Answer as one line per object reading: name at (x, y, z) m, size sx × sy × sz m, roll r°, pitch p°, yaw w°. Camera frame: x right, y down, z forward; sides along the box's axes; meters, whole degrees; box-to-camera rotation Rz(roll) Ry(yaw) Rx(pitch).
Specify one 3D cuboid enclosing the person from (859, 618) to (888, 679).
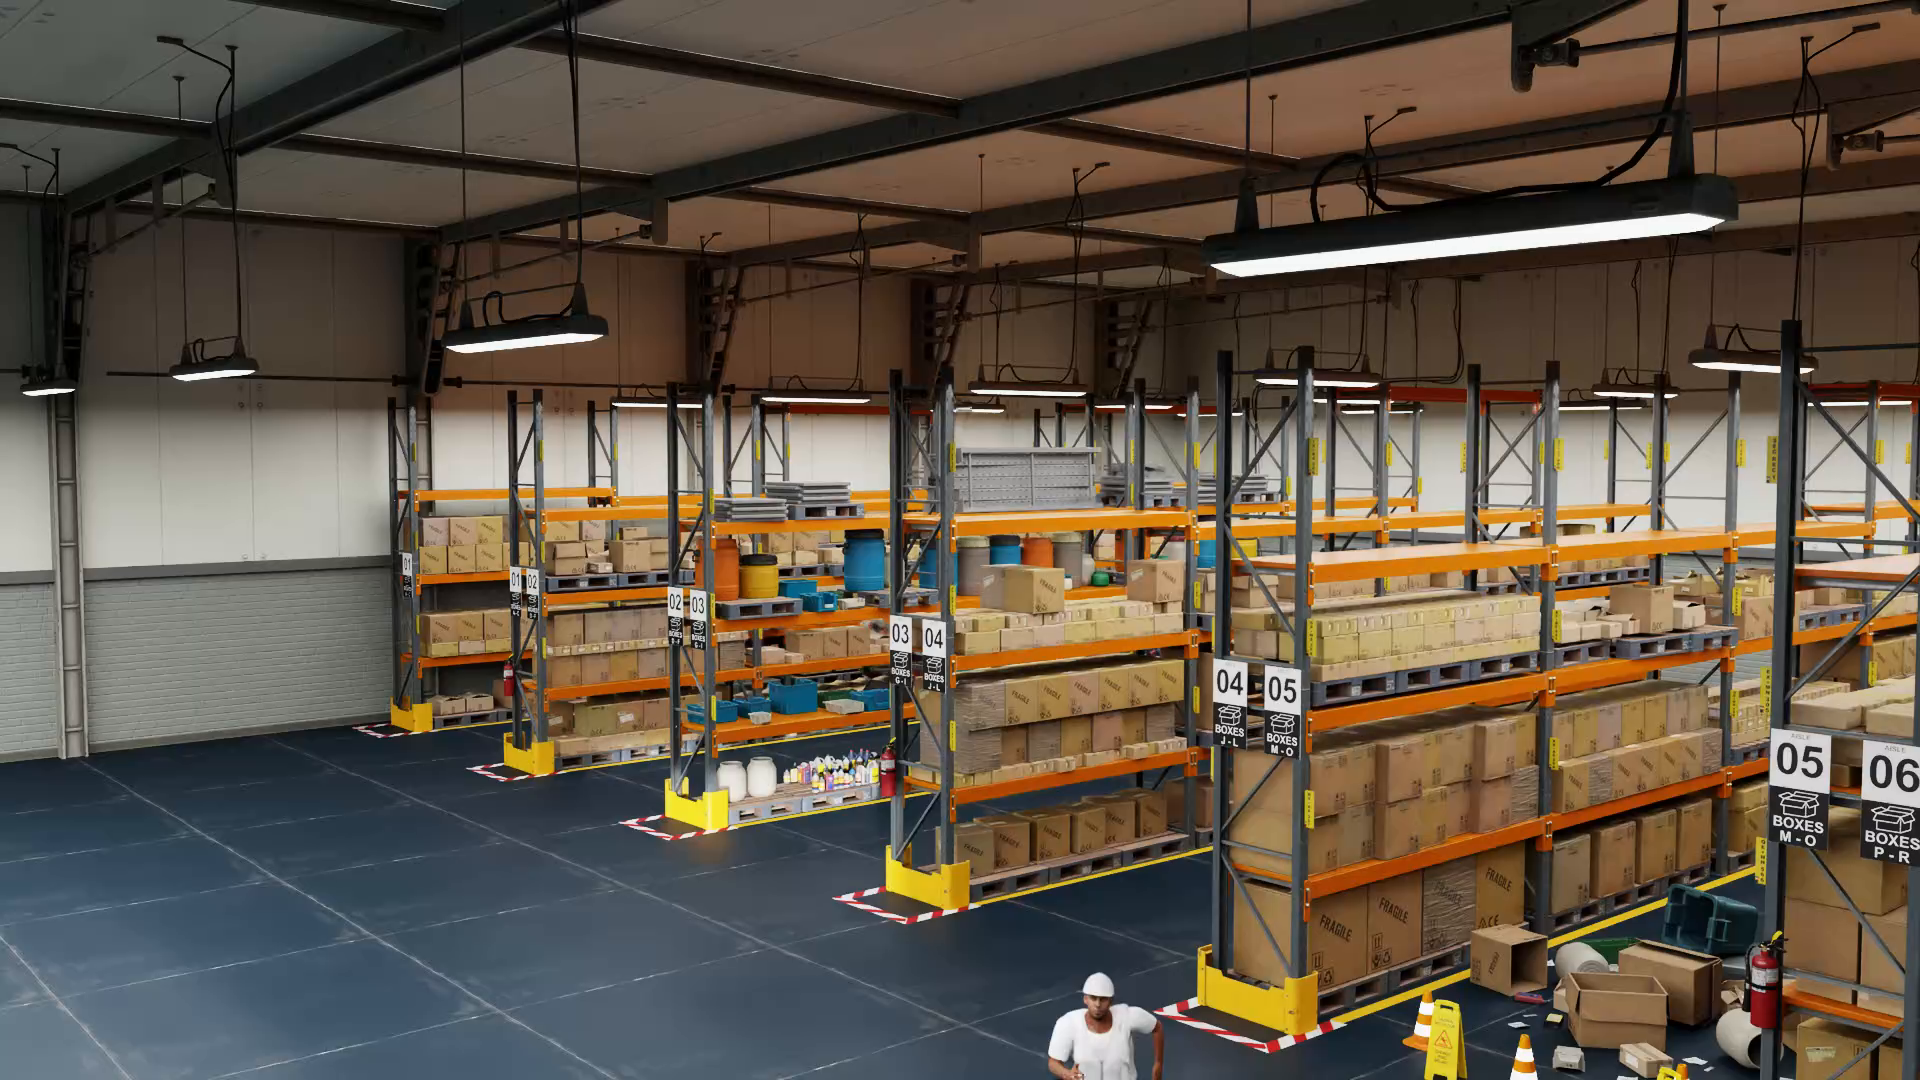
person at (-1.840, 2.128, 32.686) m, size 0.639 × 1.838 × 0.638 m, roll -3°, pitch 4°, yaw -40°

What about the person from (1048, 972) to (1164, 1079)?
person at (0.943, 3.648, 10.805) m, size 0.735 × 1.735 × 0.794 m, roll 1°, pitch 3°, yaw 10°

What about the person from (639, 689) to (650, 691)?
person at (-5.656, 2.540, 30.222) m, size 0.684 × 1.754 × 0.936 m, roll 3°, pitch 5°, yaw 45°
